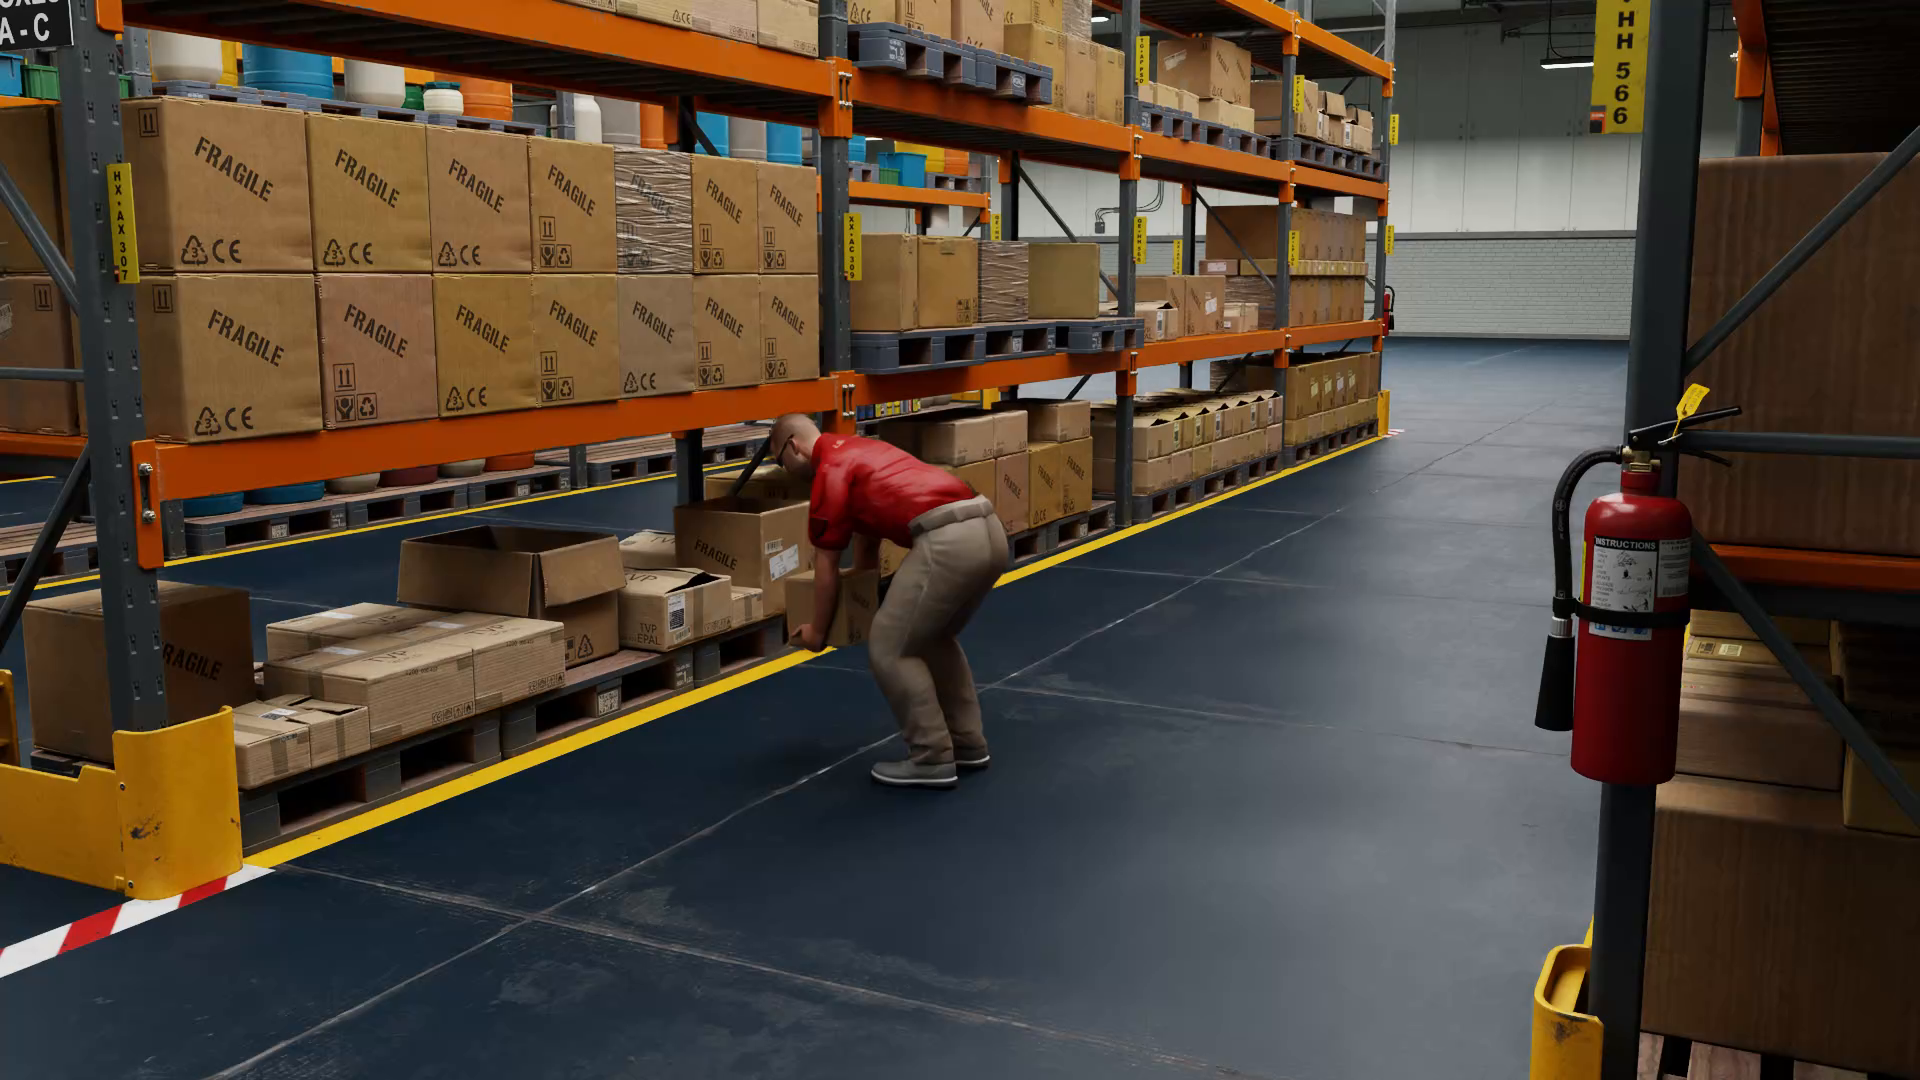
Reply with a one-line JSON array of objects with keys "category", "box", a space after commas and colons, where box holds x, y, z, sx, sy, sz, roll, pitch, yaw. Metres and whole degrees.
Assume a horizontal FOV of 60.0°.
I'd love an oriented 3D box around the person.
[{"category": "person", "box": [-0.277, 0.198, 6.049, 0.898, 1.301, 0.494, 4, 10, 24]}]
